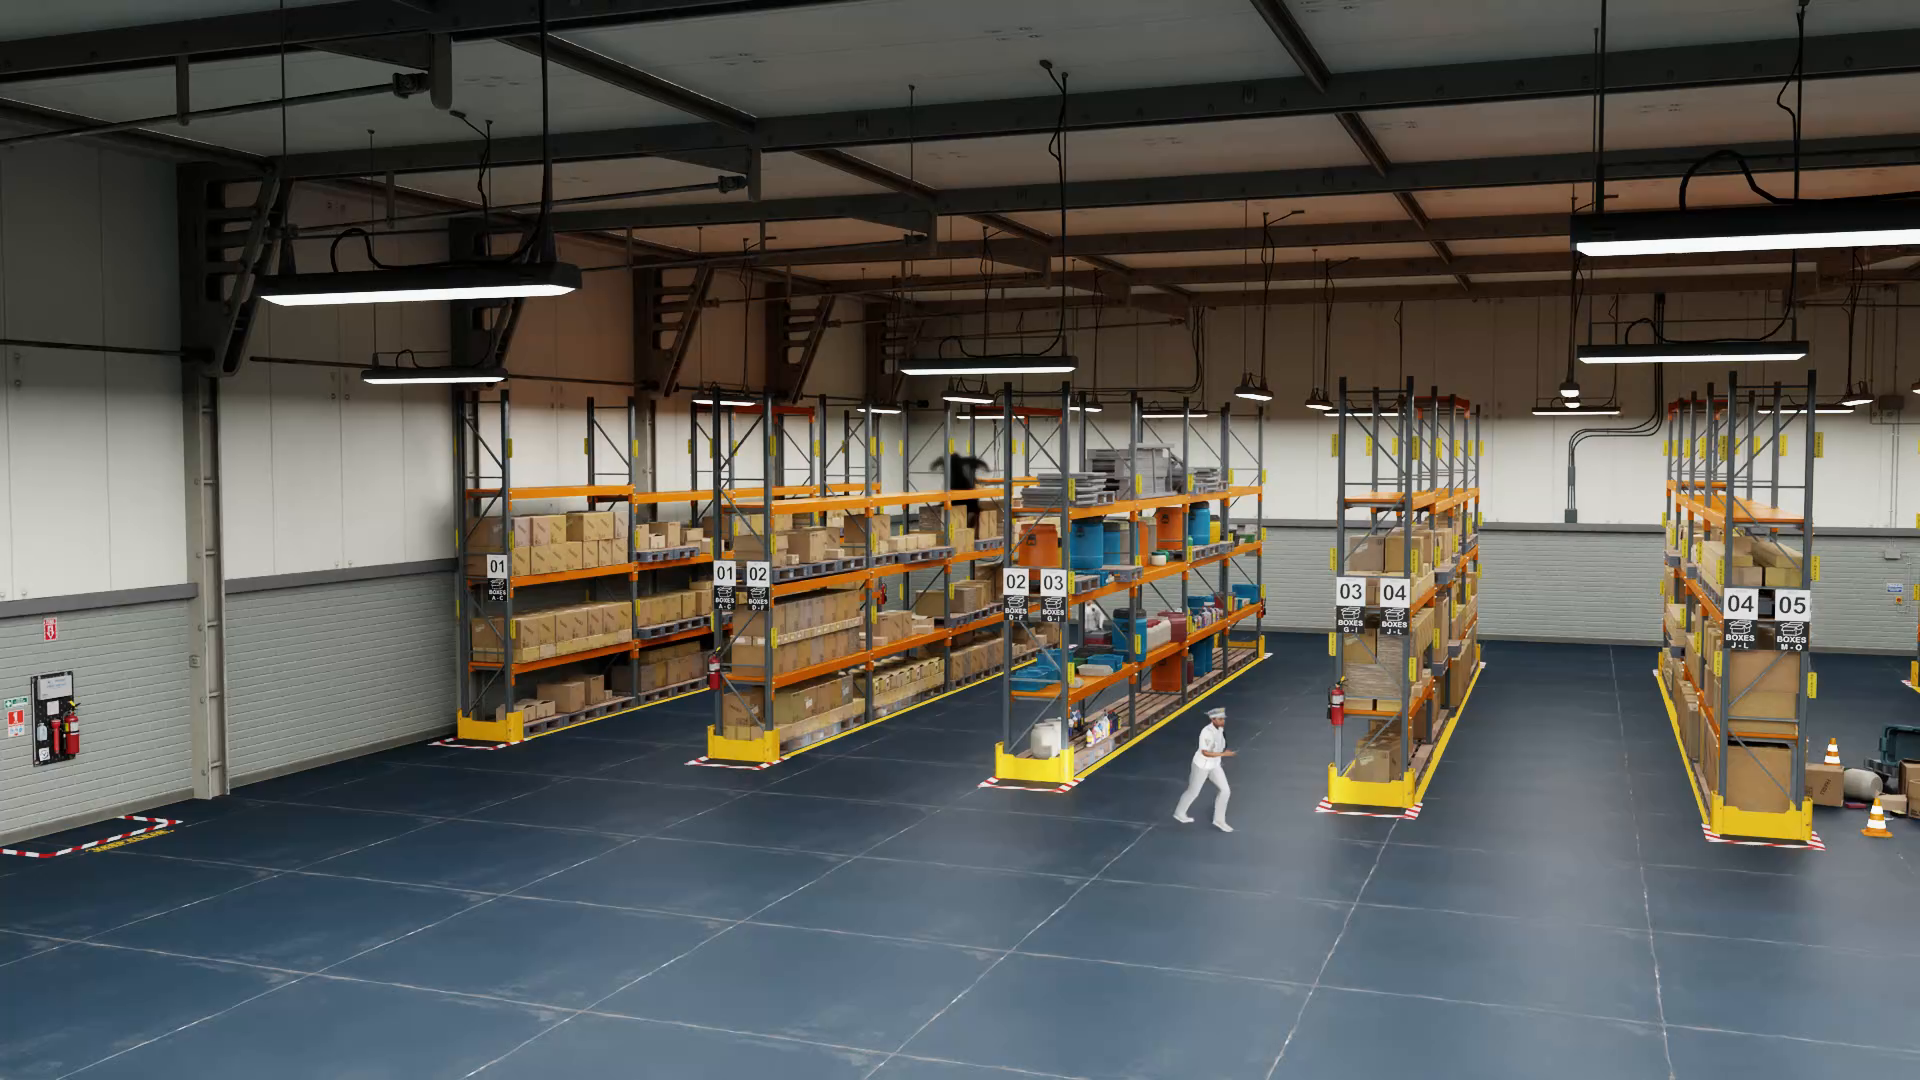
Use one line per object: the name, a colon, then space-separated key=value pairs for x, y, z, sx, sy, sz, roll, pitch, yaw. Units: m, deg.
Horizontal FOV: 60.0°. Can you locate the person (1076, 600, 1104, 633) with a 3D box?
person: x=2.955 y=2.060 z=37.951 sx=0.589 sy=1.741 sz=0.828 roll=1 pitch=3 yaw=19

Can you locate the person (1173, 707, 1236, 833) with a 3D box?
person: x=3.237 y=2.986 z=21.798 sx=0.583 sy=1.661 sz=0.954 roll=-3 pitch=4 yaw=-45

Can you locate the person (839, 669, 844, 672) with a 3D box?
person: x=-2.643 y=2.271 z=36.262 sx=0.557 sy=1.559 sz=0.783 roll=-1 pitch=3 yaw=-21
